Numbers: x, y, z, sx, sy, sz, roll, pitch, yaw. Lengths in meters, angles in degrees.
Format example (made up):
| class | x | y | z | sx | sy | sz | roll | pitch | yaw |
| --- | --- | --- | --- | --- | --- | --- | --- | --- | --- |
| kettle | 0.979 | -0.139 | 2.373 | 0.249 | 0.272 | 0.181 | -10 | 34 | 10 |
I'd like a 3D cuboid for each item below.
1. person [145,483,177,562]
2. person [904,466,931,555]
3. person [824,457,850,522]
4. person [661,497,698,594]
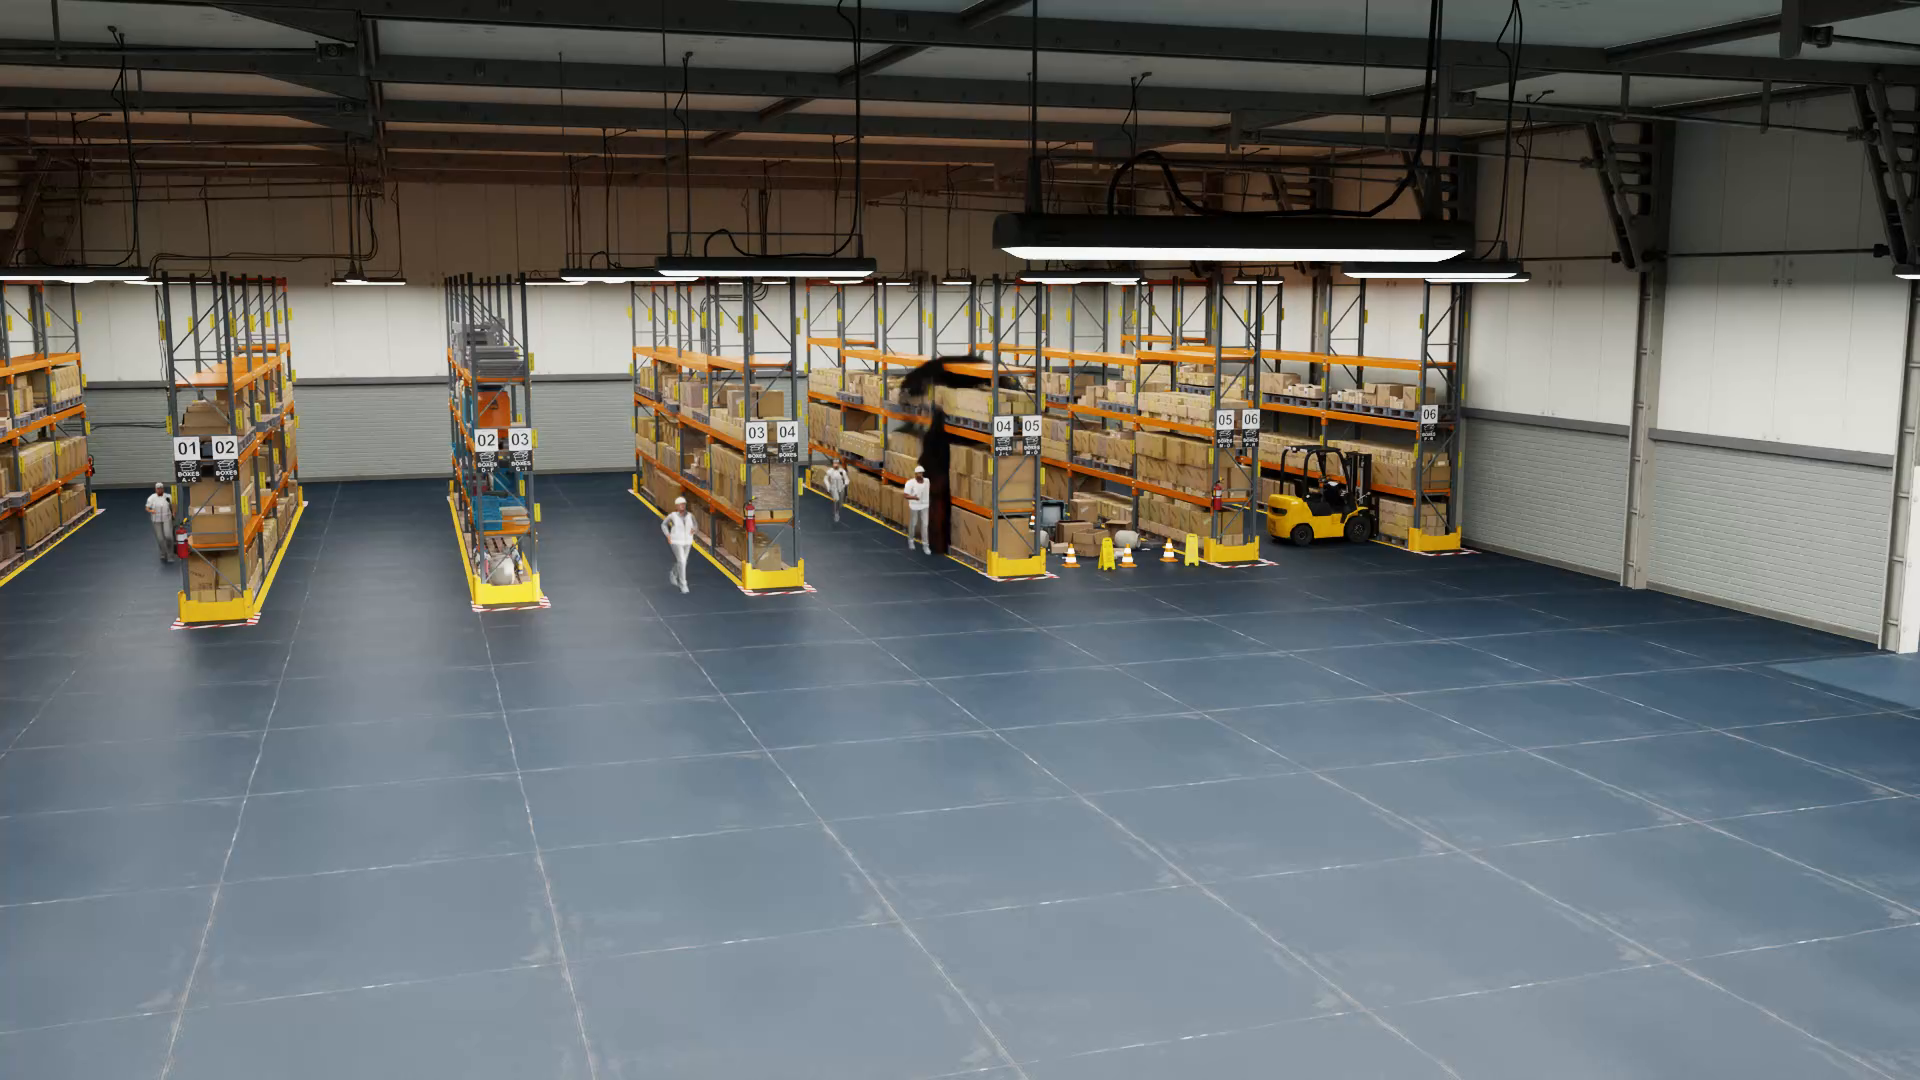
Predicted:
| class | x | y | z | sx | sy | sz | roll | pitch | yaw |
| --- | --- | --- | --- | --- | --- | --- | --- | --- | --- |
| person | -16.843 | -0.361 | 35.094 | 0.590 | 1.716 | 0.730 | -3 | 9 | -21 |
| person | -0.869 | -0.641 | 34.460 | 0.640 | 1.812 | 0.837 | -3 | 9 | -17 |
| person | -2.958 | -1.197 | 40.027 | 0.608 | 1.619 | 0.882 | -2 | 9 | -11 |
| person | -5.335 | 0.070 | 31.651 | 0.584 | 1.793 | 0.887 | -7 | 11 | -39 |
